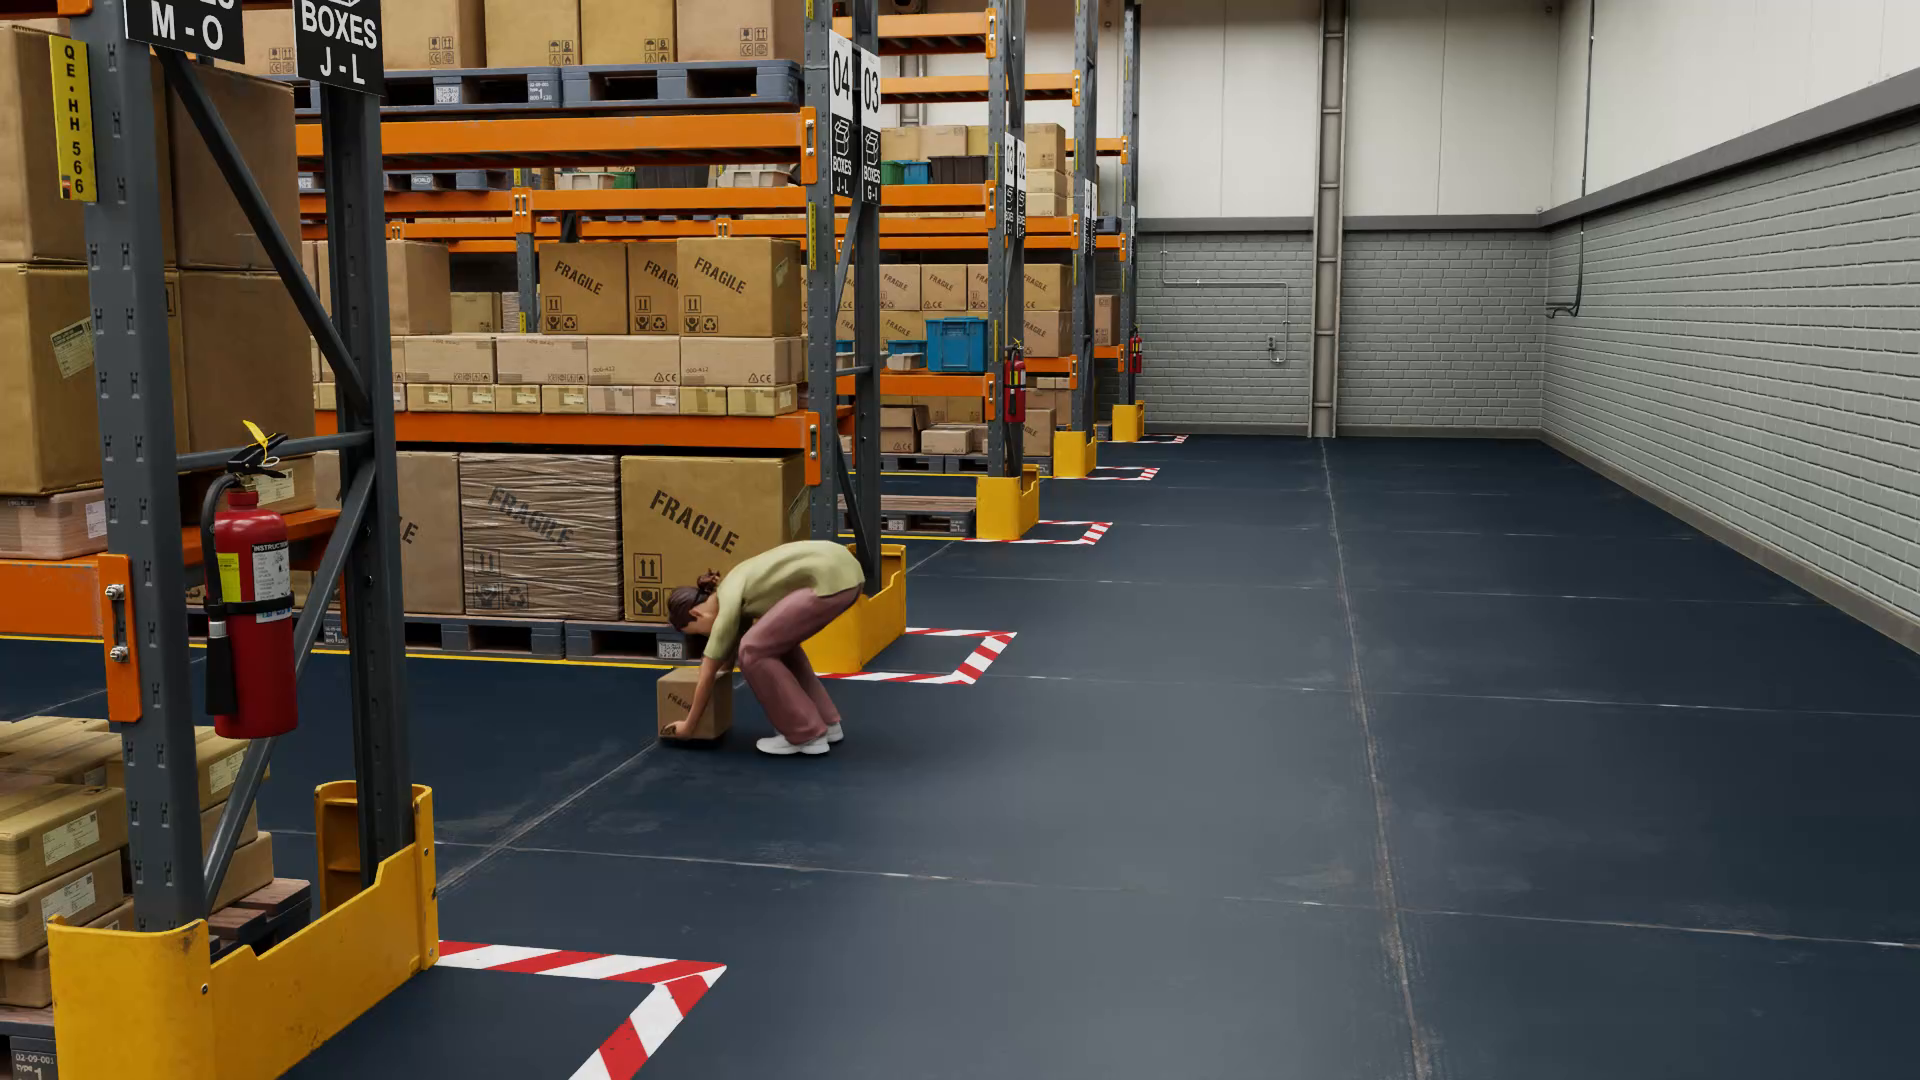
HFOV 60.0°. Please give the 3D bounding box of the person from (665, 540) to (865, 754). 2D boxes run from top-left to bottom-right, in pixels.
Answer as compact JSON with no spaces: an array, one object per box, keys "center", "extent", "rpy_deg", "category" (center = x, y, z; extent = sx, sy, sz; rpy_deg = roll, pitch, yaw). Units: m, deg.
[{"center":[-0.827,0.442,7.038],"extent":[0.847,0.877,0.471],"rpy_deg":[1,8,8],"category":"person"}]
